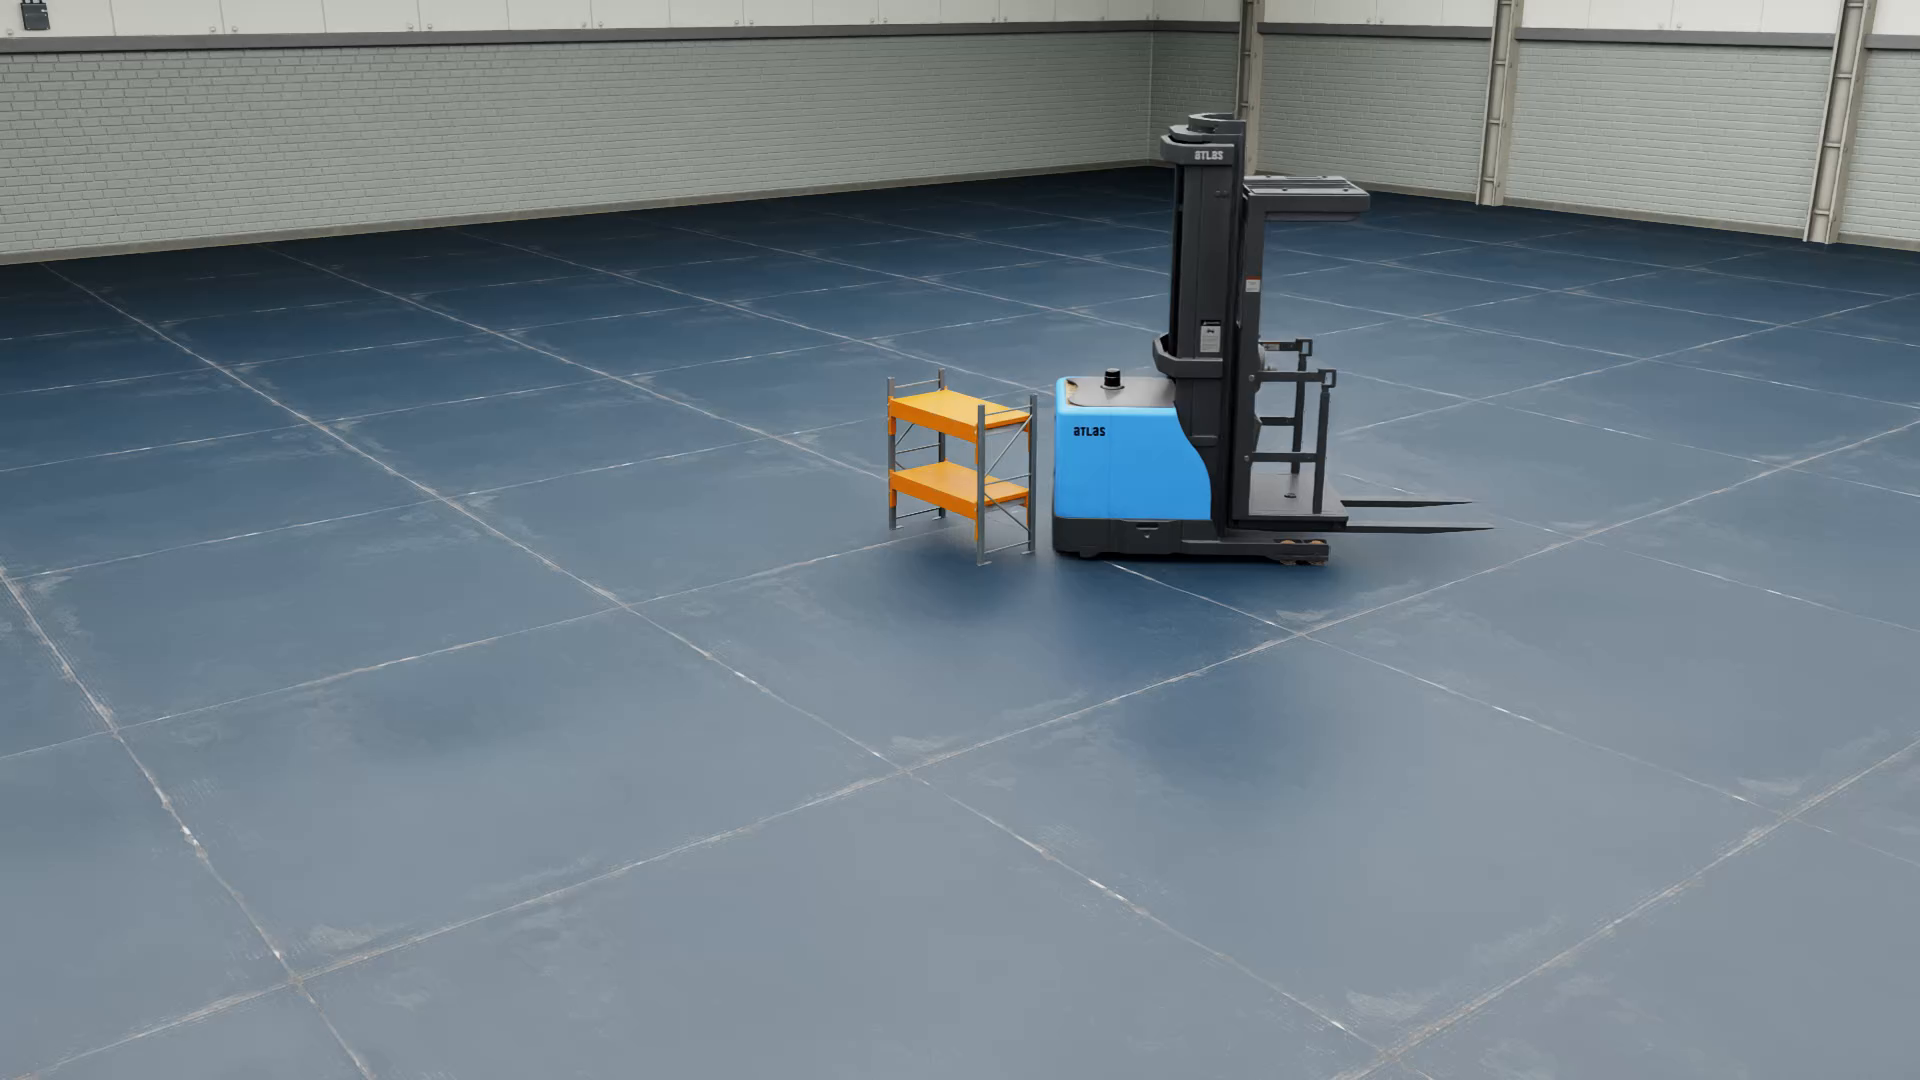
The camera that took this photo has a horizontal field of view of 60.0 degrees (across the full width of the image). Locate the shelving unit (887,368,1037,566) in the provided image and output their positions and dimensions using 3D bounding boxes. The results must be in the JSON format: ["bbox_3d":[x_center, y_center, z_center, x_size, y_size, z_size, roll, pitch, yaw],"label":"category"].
[{"bbox_3d":[0.004,-0.532,11.681,0.538,1.125,1.048,-14,23,-36],"label":"shelving unit"}]

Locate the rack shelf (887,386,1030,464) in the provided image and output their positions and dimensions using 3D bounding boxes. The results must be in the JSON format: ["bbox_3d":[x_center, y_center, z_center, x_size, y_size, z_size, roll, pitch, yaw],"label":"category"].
[{"bbox_3d":[0.004,-0.810,11.589,0.538,0.278,1.000,-14,23,-36],"label":"rack shelf"}]

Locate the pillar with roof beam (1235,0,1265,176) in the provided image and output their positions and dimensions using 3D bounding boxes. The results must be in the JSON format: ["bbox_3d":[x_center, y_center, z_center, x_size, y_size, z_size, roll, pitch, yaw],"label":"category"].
[{"bbox_3d":[2.568,-11.035,30.871,9.100,9.000,0.400,-14,23,-36],"label":"pillar with roof beam"}]

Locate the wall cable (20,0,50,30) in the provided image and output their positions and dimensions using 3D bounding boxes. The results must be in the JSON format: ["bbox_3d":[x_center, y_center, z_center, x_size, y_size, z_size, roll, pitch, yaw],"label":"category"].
[{"bbox_3d":[-12.091,-10.174,22.863,2.305,6.003,0.169,-14,23,-36],"label":"wall cable"}]

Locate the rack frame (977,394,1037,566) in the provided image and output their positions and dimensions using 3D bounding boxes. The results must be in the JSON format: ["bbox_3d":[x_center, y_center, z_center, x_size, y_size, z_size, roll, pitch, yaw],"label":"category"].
[{"bbox_3d":[0.320,-0.407,11.302,0.500,1.125,0.032,-14,23,-36],"label":"rack frame"}]

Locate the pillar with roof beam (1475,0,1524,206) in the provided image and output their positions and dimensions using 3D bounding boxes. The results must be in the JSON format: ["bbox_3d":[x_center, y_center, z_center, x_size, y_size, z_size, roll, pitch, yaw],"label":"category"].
[{"bbox_3d":[6.293,-9.556,26.406,9.100,9.000,0.400,-14,23,-36],"label":"pillar with roof beam"}]

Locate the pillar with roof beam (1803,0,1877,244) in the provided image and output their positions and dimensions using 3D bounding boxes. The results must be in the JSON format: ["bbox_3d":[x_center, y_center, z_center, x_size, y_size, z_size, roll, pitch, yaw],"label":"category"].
[{"bbox_3d":[10.018,-8.078,21.942,9.100,9.000,0.400,-14,23,-36],"label":"pillar with roof beam"}]

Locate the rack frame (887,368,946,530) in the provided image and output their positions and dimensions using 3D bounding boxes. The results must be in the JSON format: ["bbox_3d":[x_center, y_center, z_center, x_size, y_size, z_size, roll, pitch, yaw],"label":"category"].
[{"bbox_3d":[-0.311,-0.658,12.059,0.500,1.125,0.032,-14,23,-36],"label":"rack frame"}]

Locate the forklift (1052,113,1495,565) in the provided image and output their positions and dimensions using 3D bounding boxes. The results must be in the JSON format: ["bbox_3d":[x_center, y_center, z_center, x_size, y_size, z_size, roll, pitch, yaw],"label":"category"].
[{"bbox_3d":[2.173,-1.389,11.396,3.031,2.935,1.130,1,18,2],"label":"forklift"}]

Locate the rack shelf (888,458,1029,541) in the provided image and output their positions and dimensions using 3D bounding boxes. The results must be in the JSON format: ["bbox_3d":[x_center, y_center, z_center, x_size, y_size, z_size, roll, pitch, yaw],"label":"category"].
[{"bbox_3d":[0.004,-0.300,11.758,0.538,0.278,1.000,-14,23,-36],"label":"rack shelf"}]
